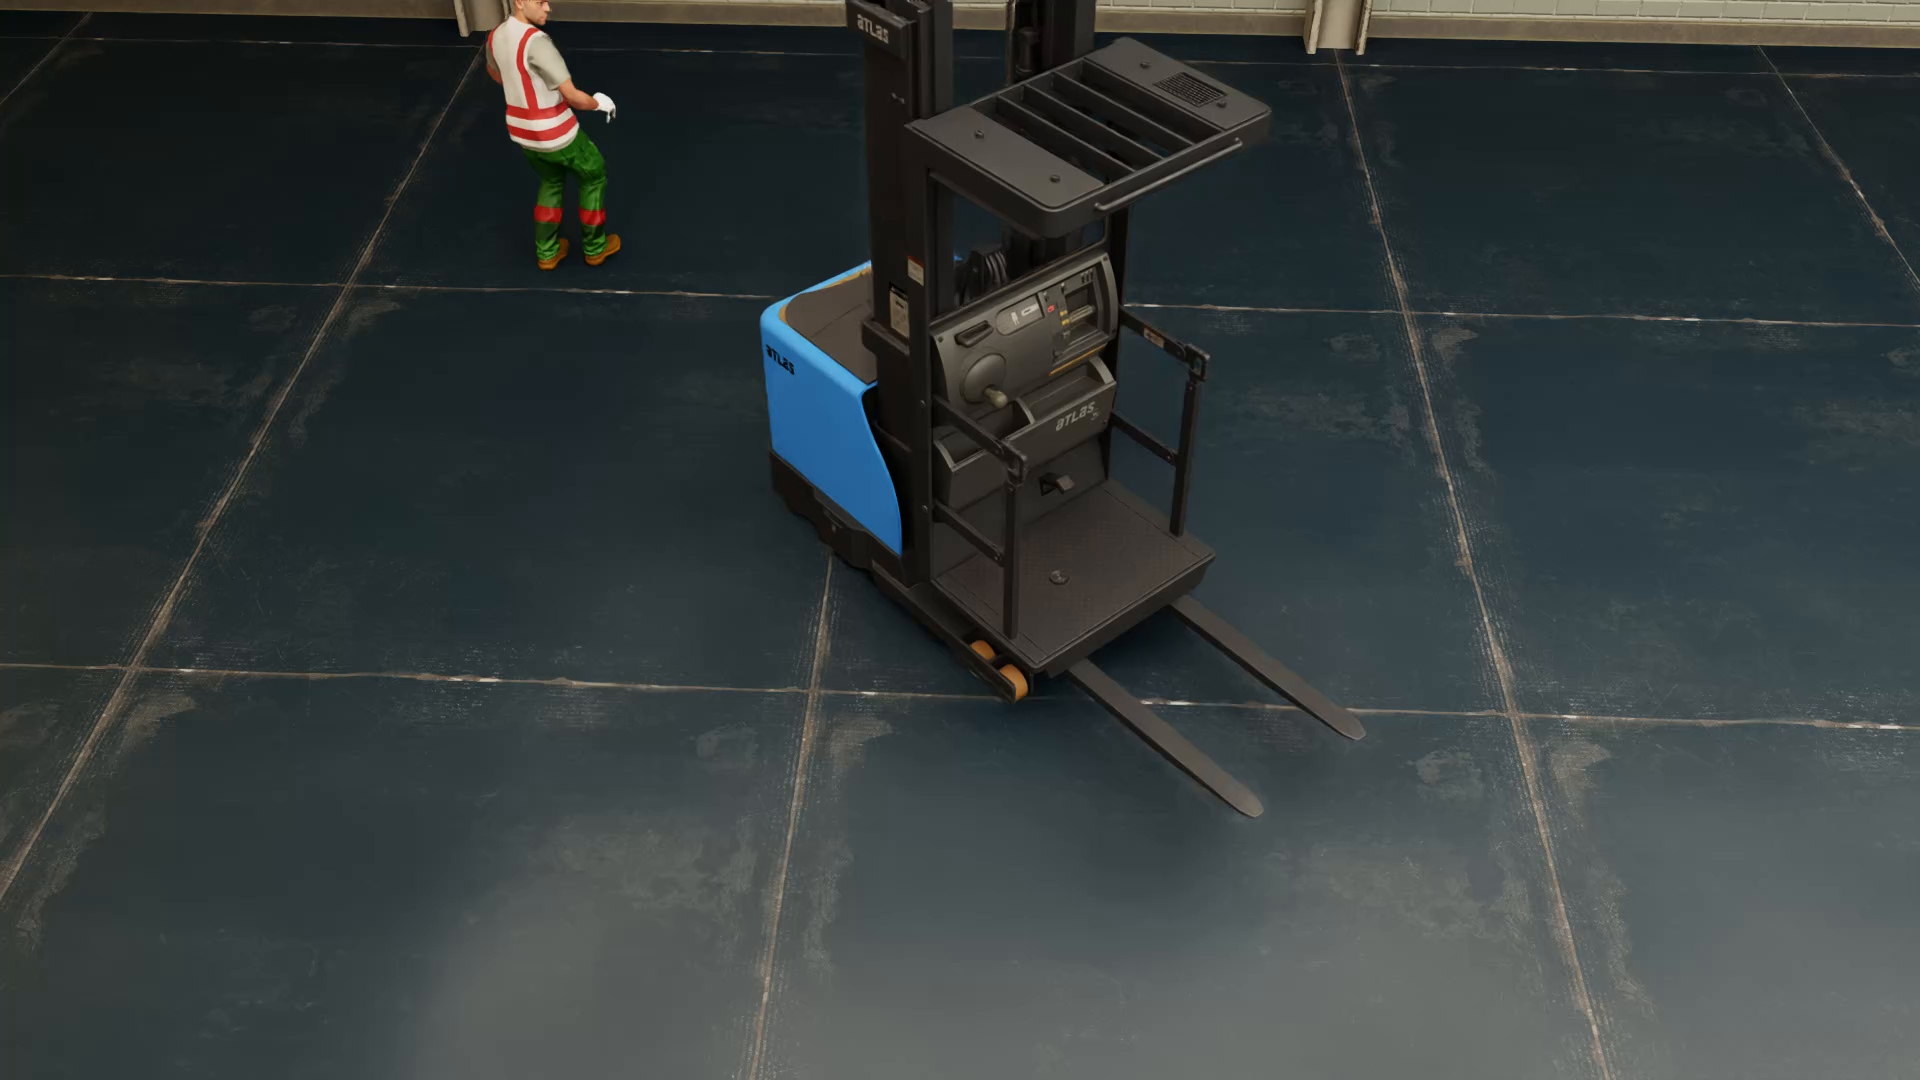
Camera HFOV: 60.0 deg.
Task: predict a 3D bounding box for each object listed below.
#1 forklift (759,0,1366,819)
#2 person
[{"bbox_3d":[0.415,-0.770,6.586,1.130,2.935,3.031,-30,50,-28],"label":"forklift"},{"bbox_3d":[-2.253,-2.292,9.162,0.763,1.728,0.520,24,48,24],"label":"person"}]
